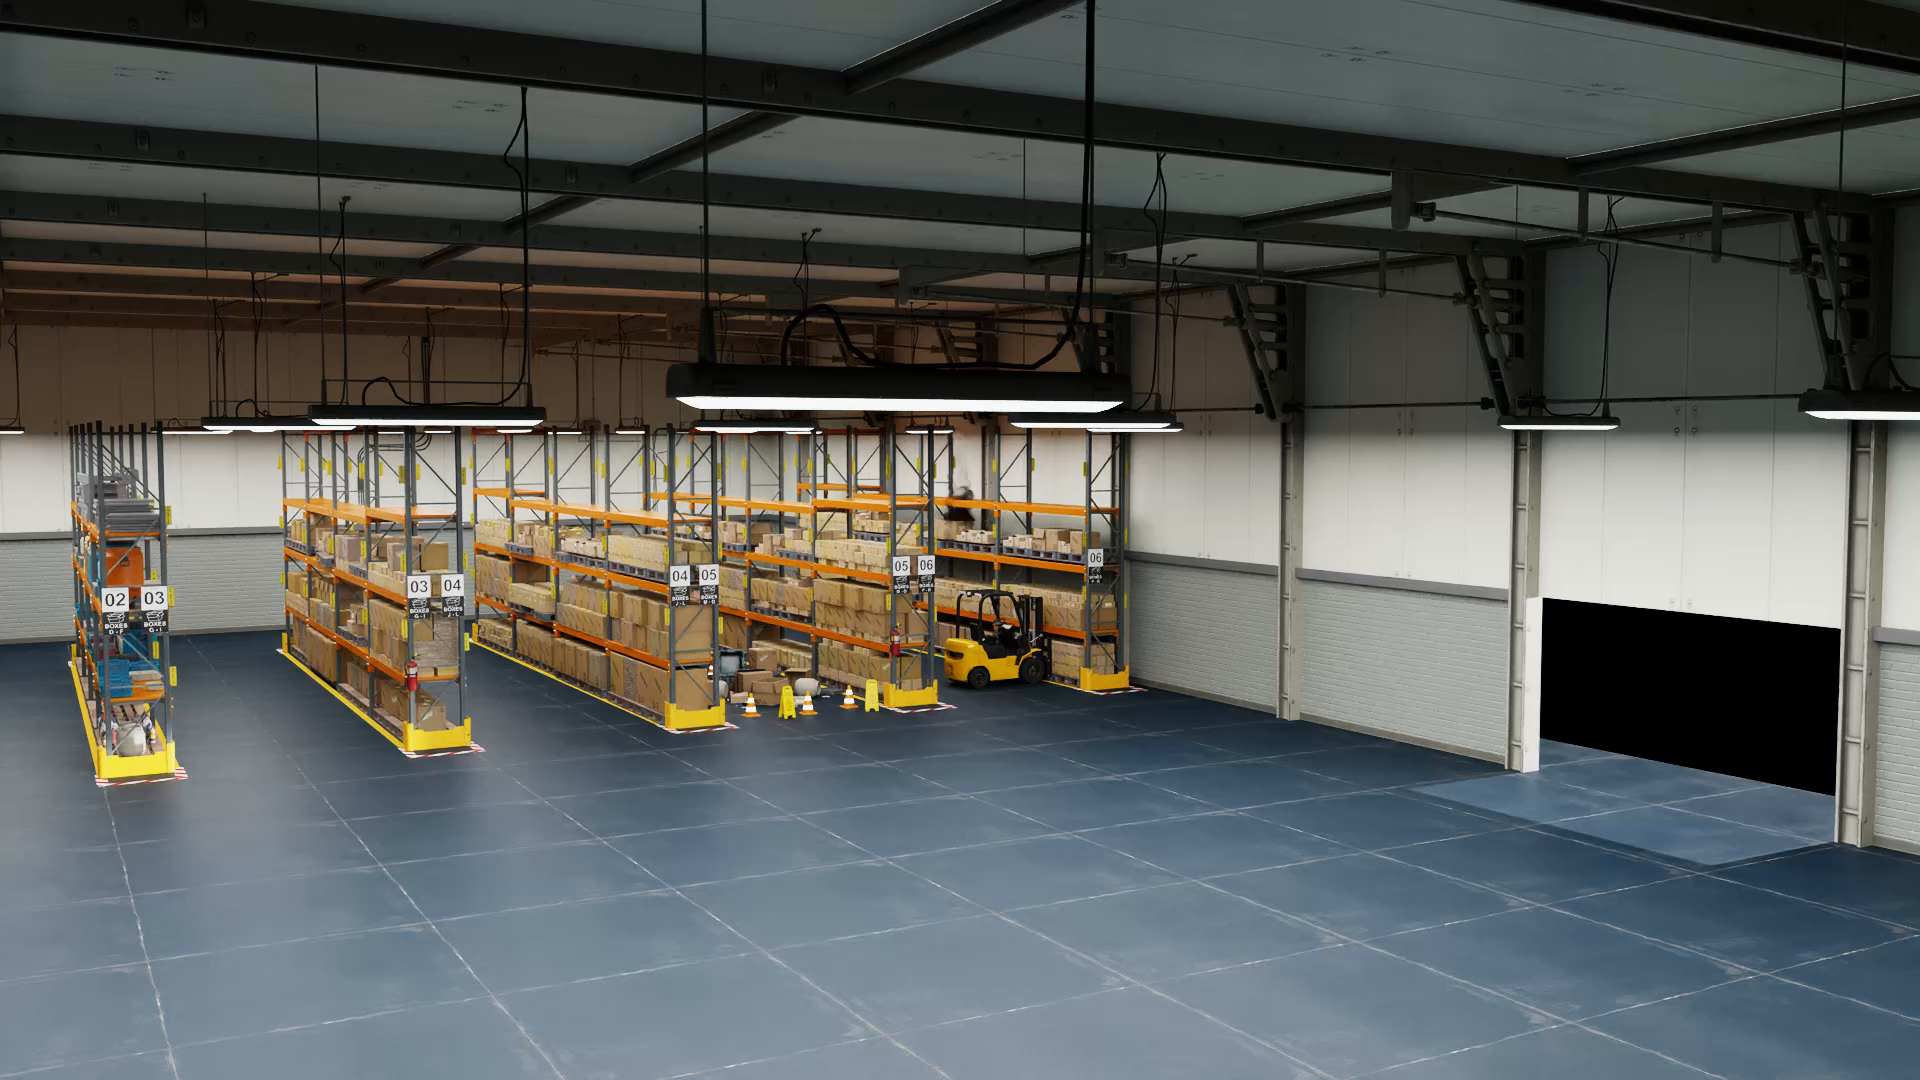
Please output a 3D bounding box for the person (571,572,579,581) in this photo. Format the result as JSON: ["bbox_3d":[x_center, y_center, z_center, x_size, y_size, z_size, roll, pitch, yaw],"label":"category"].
[{"bbox_3d":[-11.635,1.794,50.110,0.542,1.635,0.631,3,5,44],"label":"person"}]
